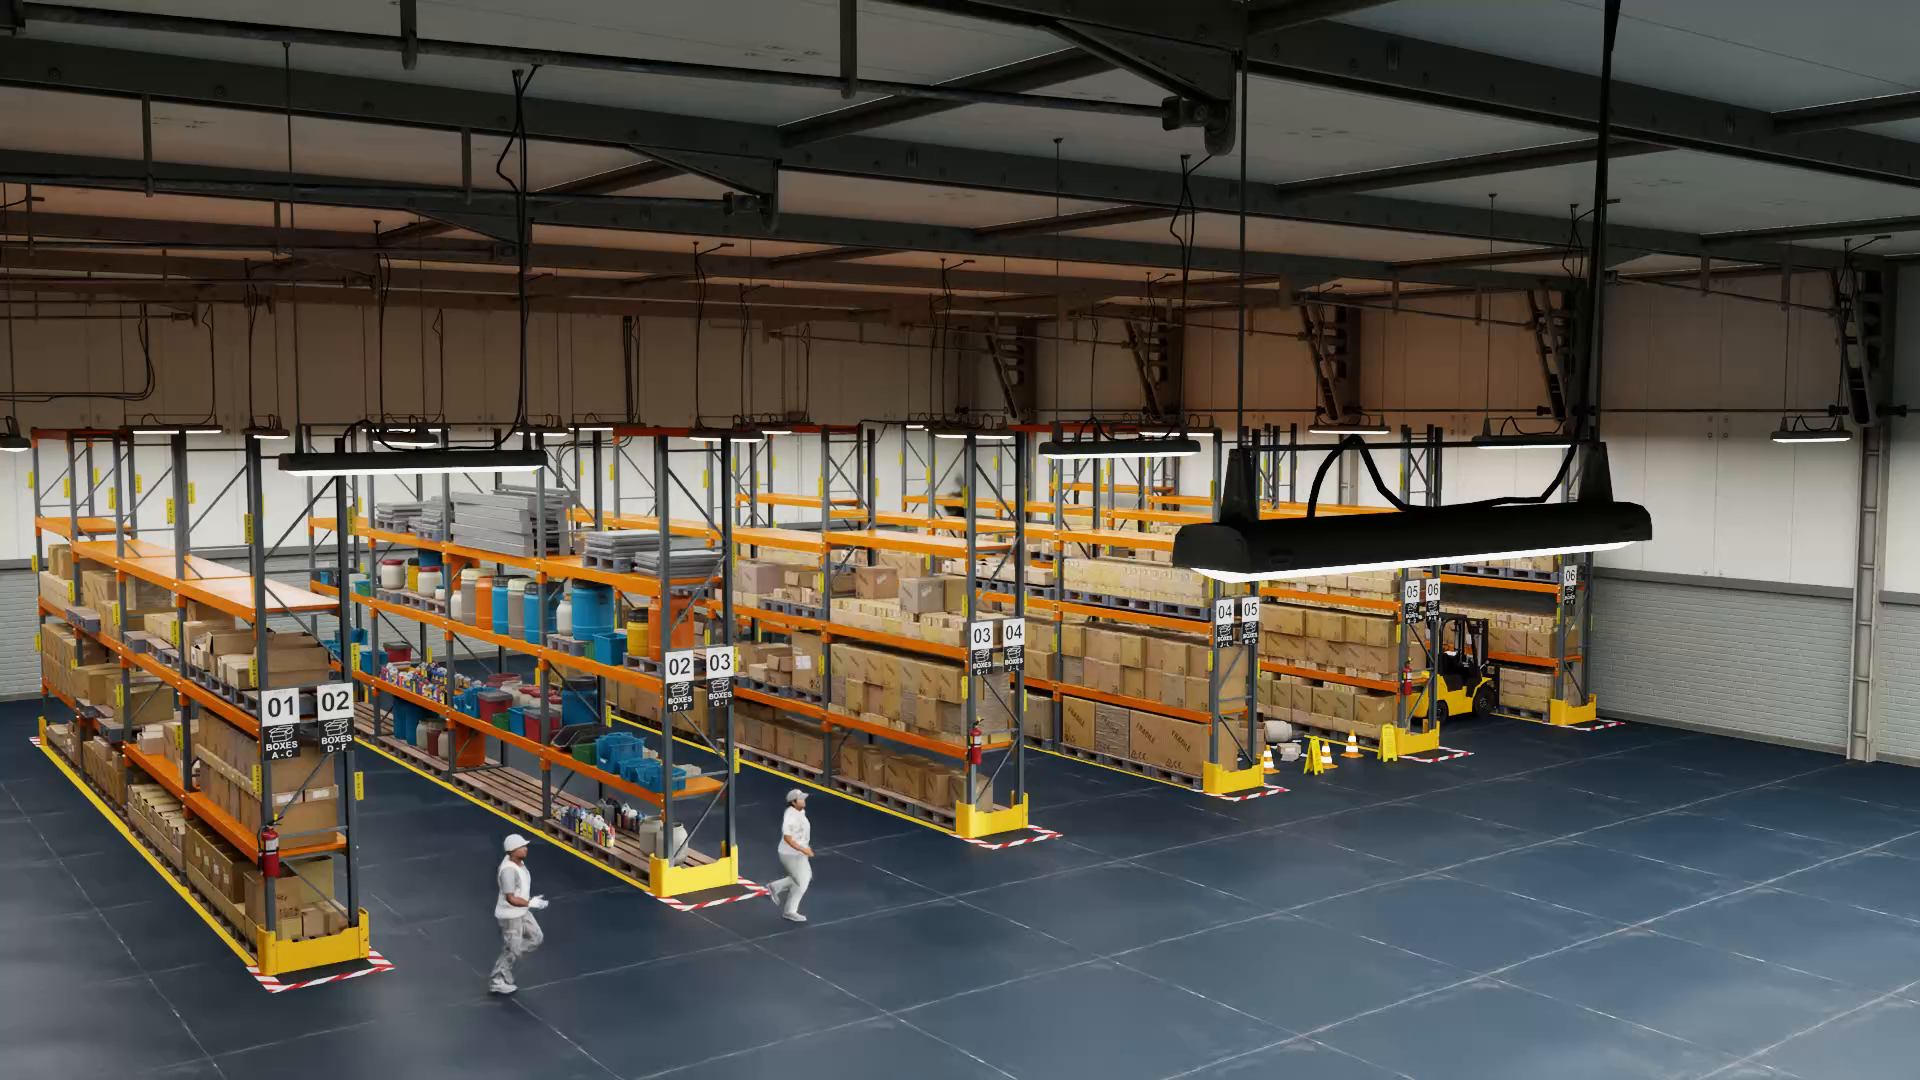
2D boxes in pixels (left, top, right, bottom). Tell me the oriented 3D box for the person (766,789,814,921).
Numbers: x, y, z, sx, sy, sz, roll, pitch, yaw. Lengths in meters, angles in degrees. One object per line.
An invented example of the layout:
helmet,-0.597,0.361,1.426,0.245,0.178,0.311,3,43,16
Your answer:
person,-2.111,3.904,20.712,0.622,1.641,0.633,0,4,2

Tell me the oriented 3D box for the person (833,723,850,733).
person,-2.237,3.027,31.676,0.610,1.629,0.831,-3,6,-37

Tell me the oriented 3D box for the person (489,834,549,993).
person,-4.781,4.035,18.038,0.677,1.731,0.676,0,4,-4

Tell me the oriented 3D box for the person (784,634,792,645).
person,-4.161,2.214,41.557,0.724,1.722,0.750,1,5,18

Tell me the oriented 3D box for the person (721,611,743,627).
person,-5.590,2.254,41.600,0.679,1.721,0.974,4,6,40
